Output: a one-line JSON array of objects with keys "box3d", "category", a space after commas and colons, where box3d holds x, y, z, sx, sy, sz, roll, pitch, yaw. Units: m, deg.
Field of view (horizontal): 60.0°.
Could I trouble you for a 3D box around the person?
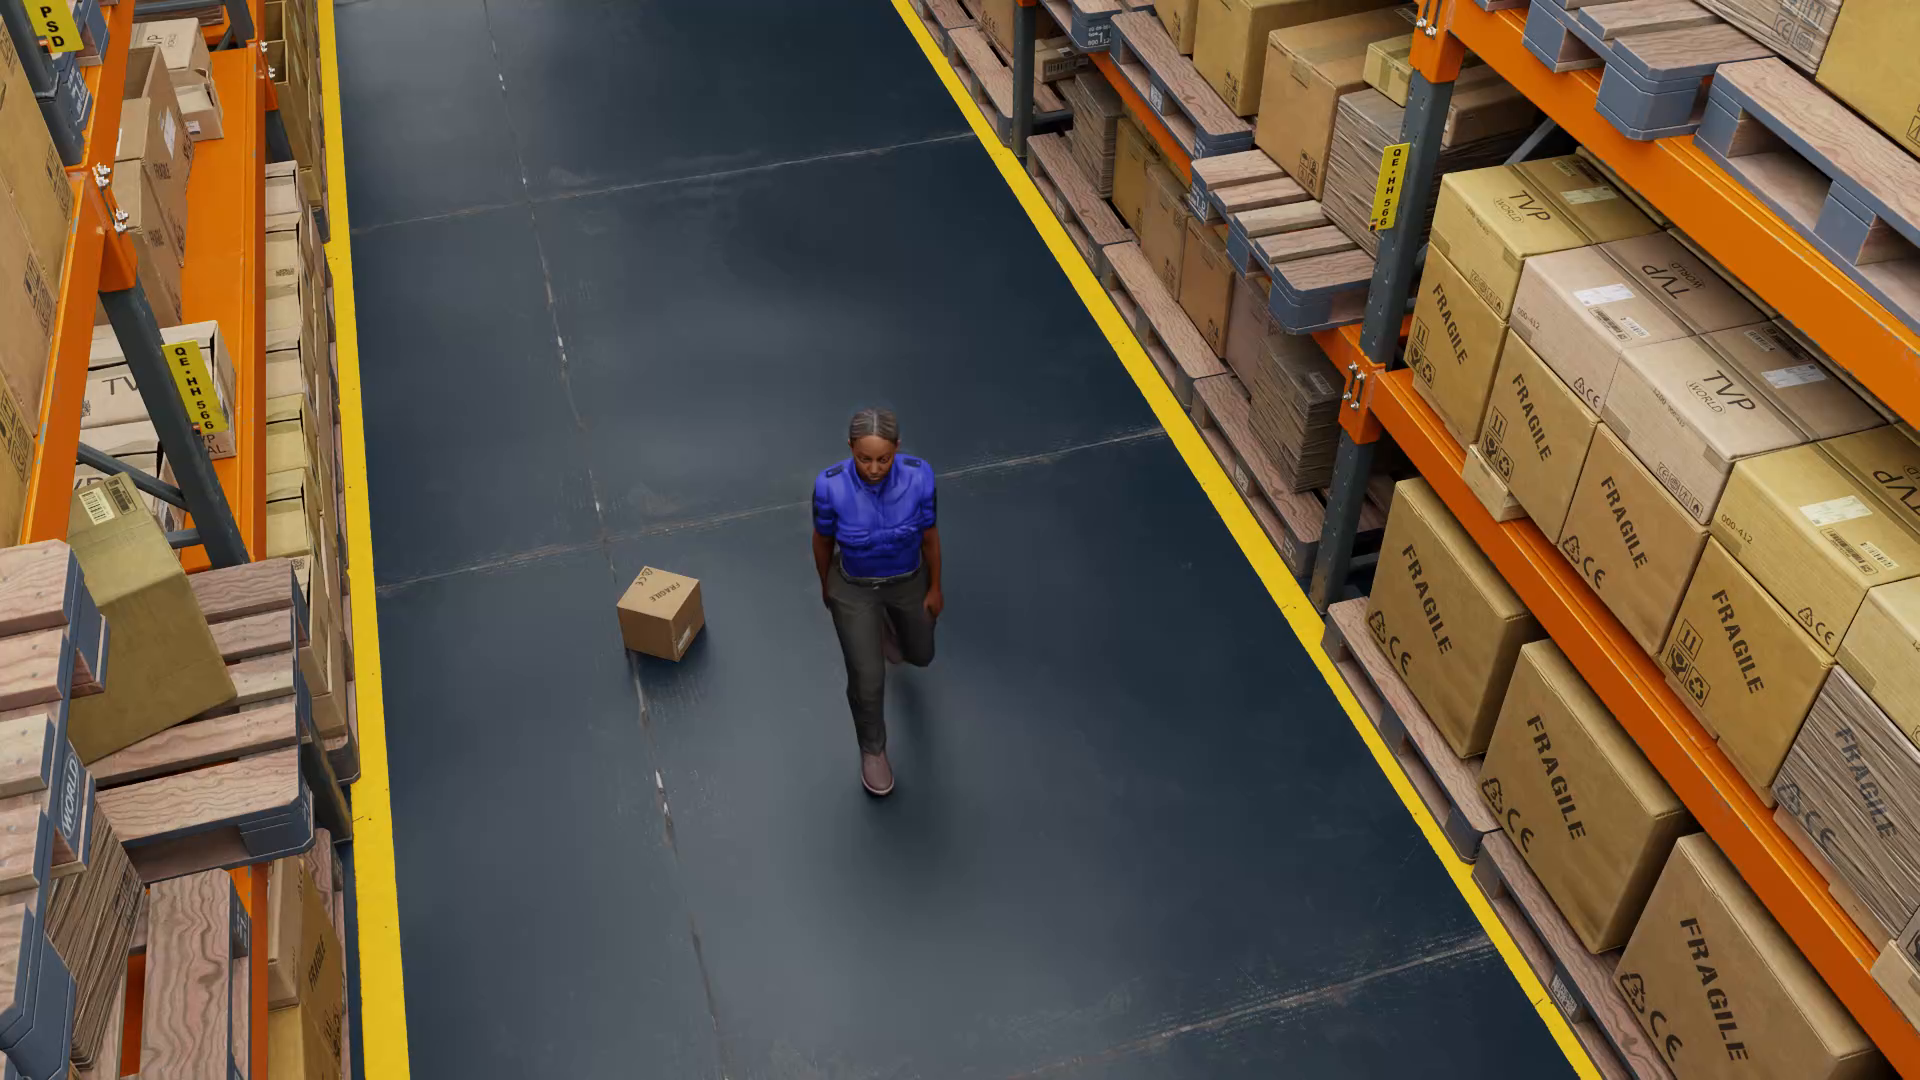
[{"box3d": [-0.306, 0.108, 6.033, 0.450, 1.633, 0.776, -9, 43, -10], "category": "person"}]
